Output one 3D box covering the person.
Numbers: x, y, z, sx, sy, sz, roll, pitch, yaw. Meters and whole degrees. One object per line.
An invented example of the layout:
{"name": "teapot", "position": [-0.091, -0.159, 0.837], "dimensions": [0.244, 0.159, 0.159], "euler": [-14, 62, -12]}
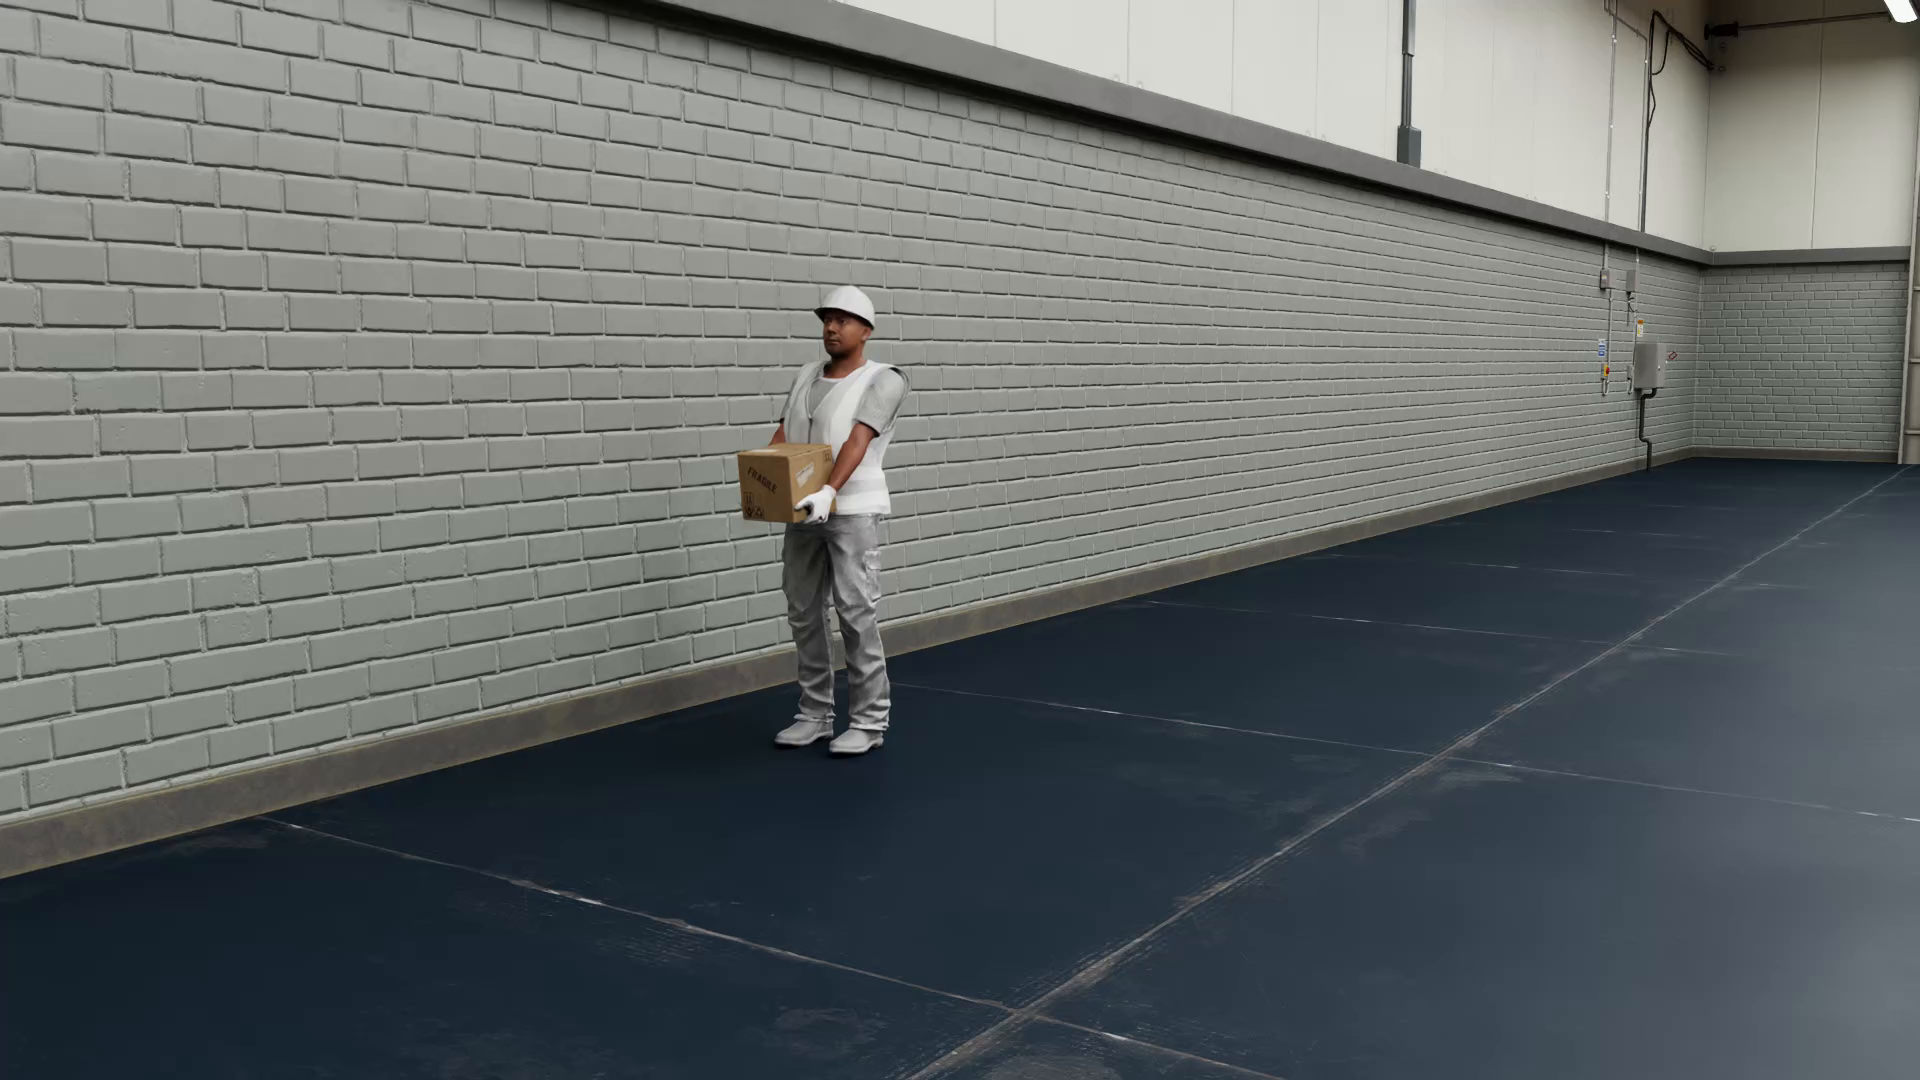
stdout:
{"name": "person", "position": [-0.526, -0.073, 6.321], "dimensions": [0.488, 1.778, 0.583], "euler": [4, 8, 35]}
